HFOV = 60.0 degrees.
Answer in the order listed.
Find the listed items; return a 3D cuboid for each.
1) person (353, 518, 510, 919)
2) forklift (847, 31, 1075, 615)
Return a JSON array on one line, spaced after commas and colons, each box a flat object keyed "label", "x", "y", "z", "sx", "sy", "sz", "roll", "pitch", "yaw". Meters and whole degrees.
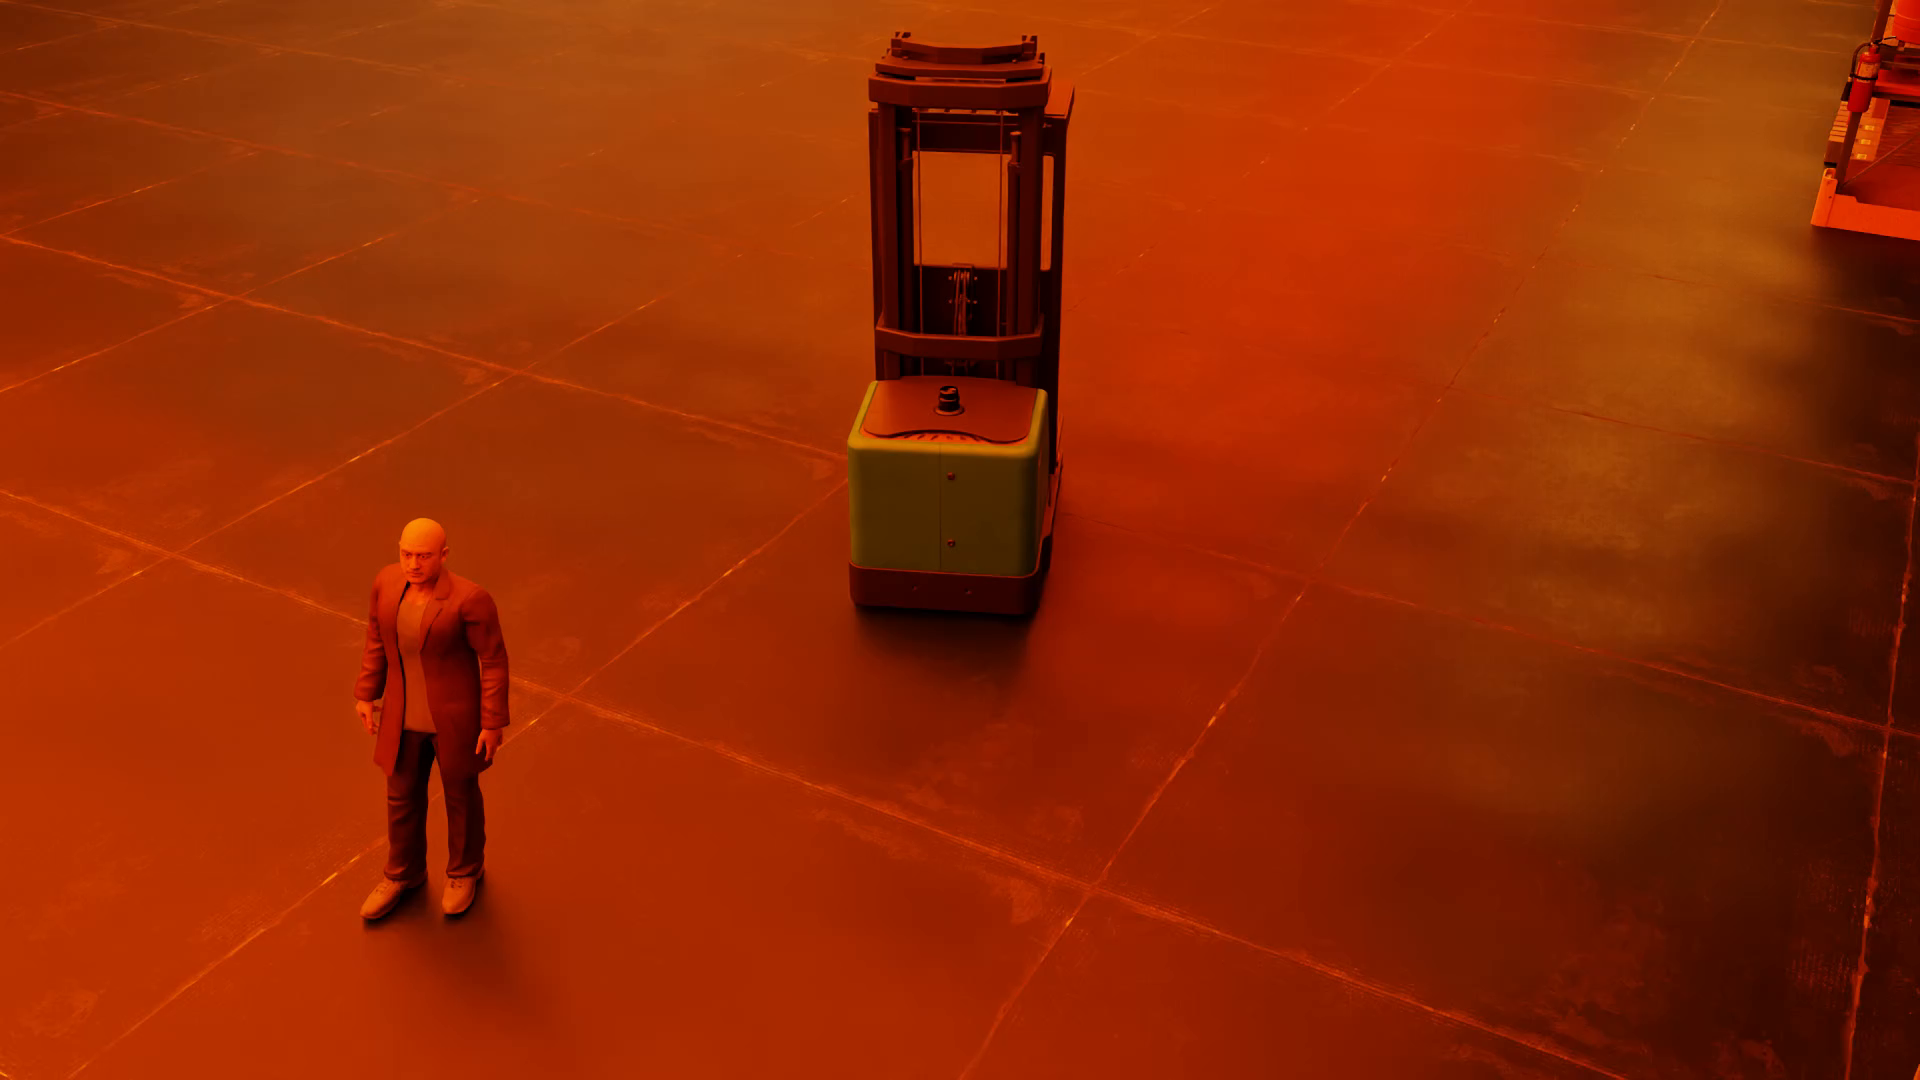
[{"label": "person", "x": -2.212, "y": 0.772, "z": 6.871, "sx": 0.696, "sy": 1.778, "sz": 0.579, "roll": 7, "pitch": 31, "yaw": 12}, {"label": "forklift", "x": 0.072, "y": -1.572, "z": 9.794, "sx": 1.130, "sy": 2.935, "sz": 3.031, "roll": 3, "pitch": 30, "yaw": 6}]
